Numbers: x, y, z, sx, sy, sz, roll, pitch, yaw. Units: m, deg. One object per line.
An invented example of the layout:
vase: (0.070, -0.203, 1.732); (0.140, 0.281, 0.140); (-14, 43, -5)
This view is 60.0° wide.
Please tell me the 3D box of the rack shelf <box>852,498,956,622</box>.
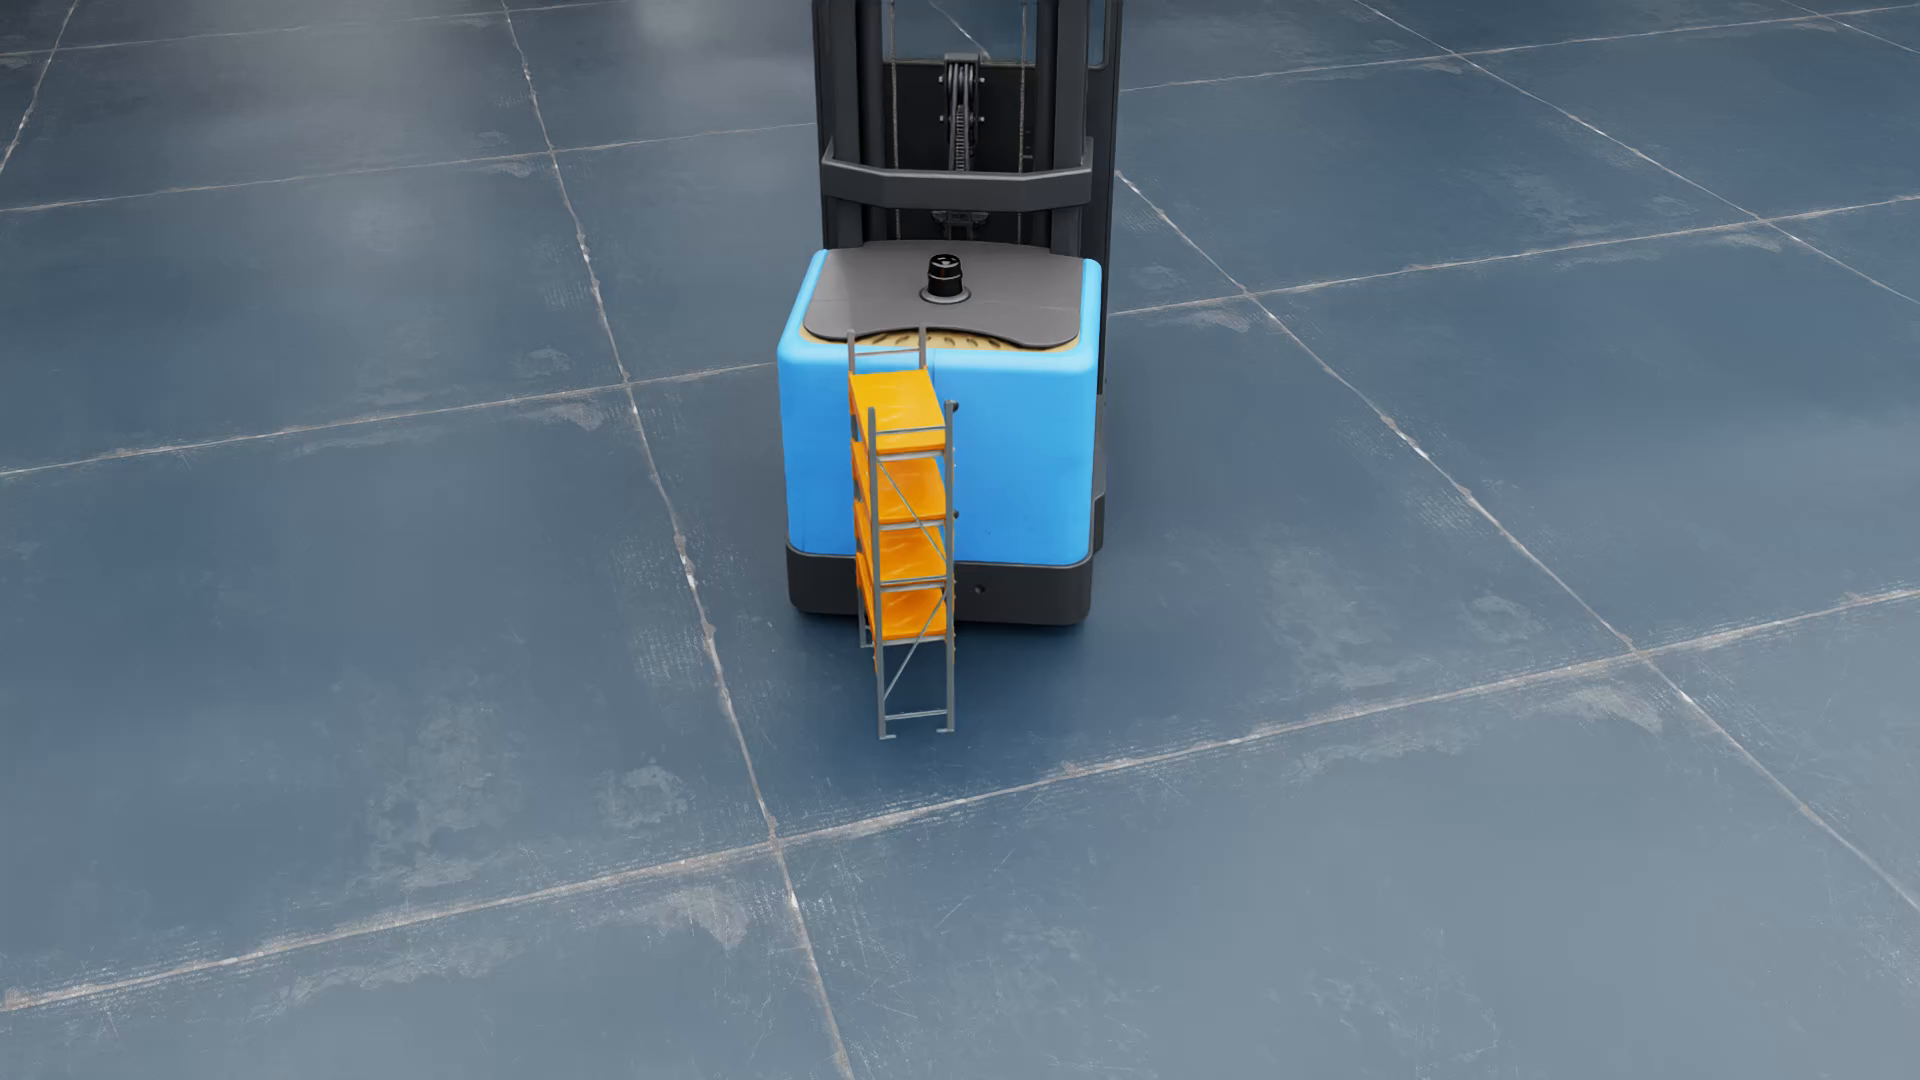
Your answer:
rack shelf: (-0.181, 0.045, 5.215); (0.258, 0.148, 0.480); (-6, 34, -8)

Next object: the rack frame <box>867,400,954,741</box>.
rack frame: (-0.139, 0.122, 4.977); (0.240, 1.200, 0.015); (-6, 34, -8)

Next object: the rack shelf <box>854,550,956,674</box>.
rack shelf: (-0.181, 0.211, 5.324); (0.258, 0.148, 0.480); (-6, 34, -8)

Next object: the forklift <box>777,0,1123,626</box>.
forklift: (0.047, -1.722, 6.197); (1.130, 2.935, 3.031); (3, 34, 4)

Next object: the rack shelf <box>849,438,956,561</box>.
rack shelf: (-0.181, -0.141, 5.092); (0.258, 0.148, 0.480); (-6, 34, -8)

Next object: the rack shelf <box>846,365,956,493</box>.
rack shelf: (-0.181, -0.339, 4.961); (0.258, 0.148, 0.480); (-6, 34, -8)

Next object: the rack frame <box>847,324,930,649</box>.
rack frame: (-0.223, -0.143, 5.378); (0.240, 1.200, 0.015); (-6, 34, -8)

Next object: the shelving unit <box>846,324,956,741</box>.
shelving unit: (-0.181, -0.011, 5.178); (0.258, 1.200, 0.503); (-6, 34, -8)
